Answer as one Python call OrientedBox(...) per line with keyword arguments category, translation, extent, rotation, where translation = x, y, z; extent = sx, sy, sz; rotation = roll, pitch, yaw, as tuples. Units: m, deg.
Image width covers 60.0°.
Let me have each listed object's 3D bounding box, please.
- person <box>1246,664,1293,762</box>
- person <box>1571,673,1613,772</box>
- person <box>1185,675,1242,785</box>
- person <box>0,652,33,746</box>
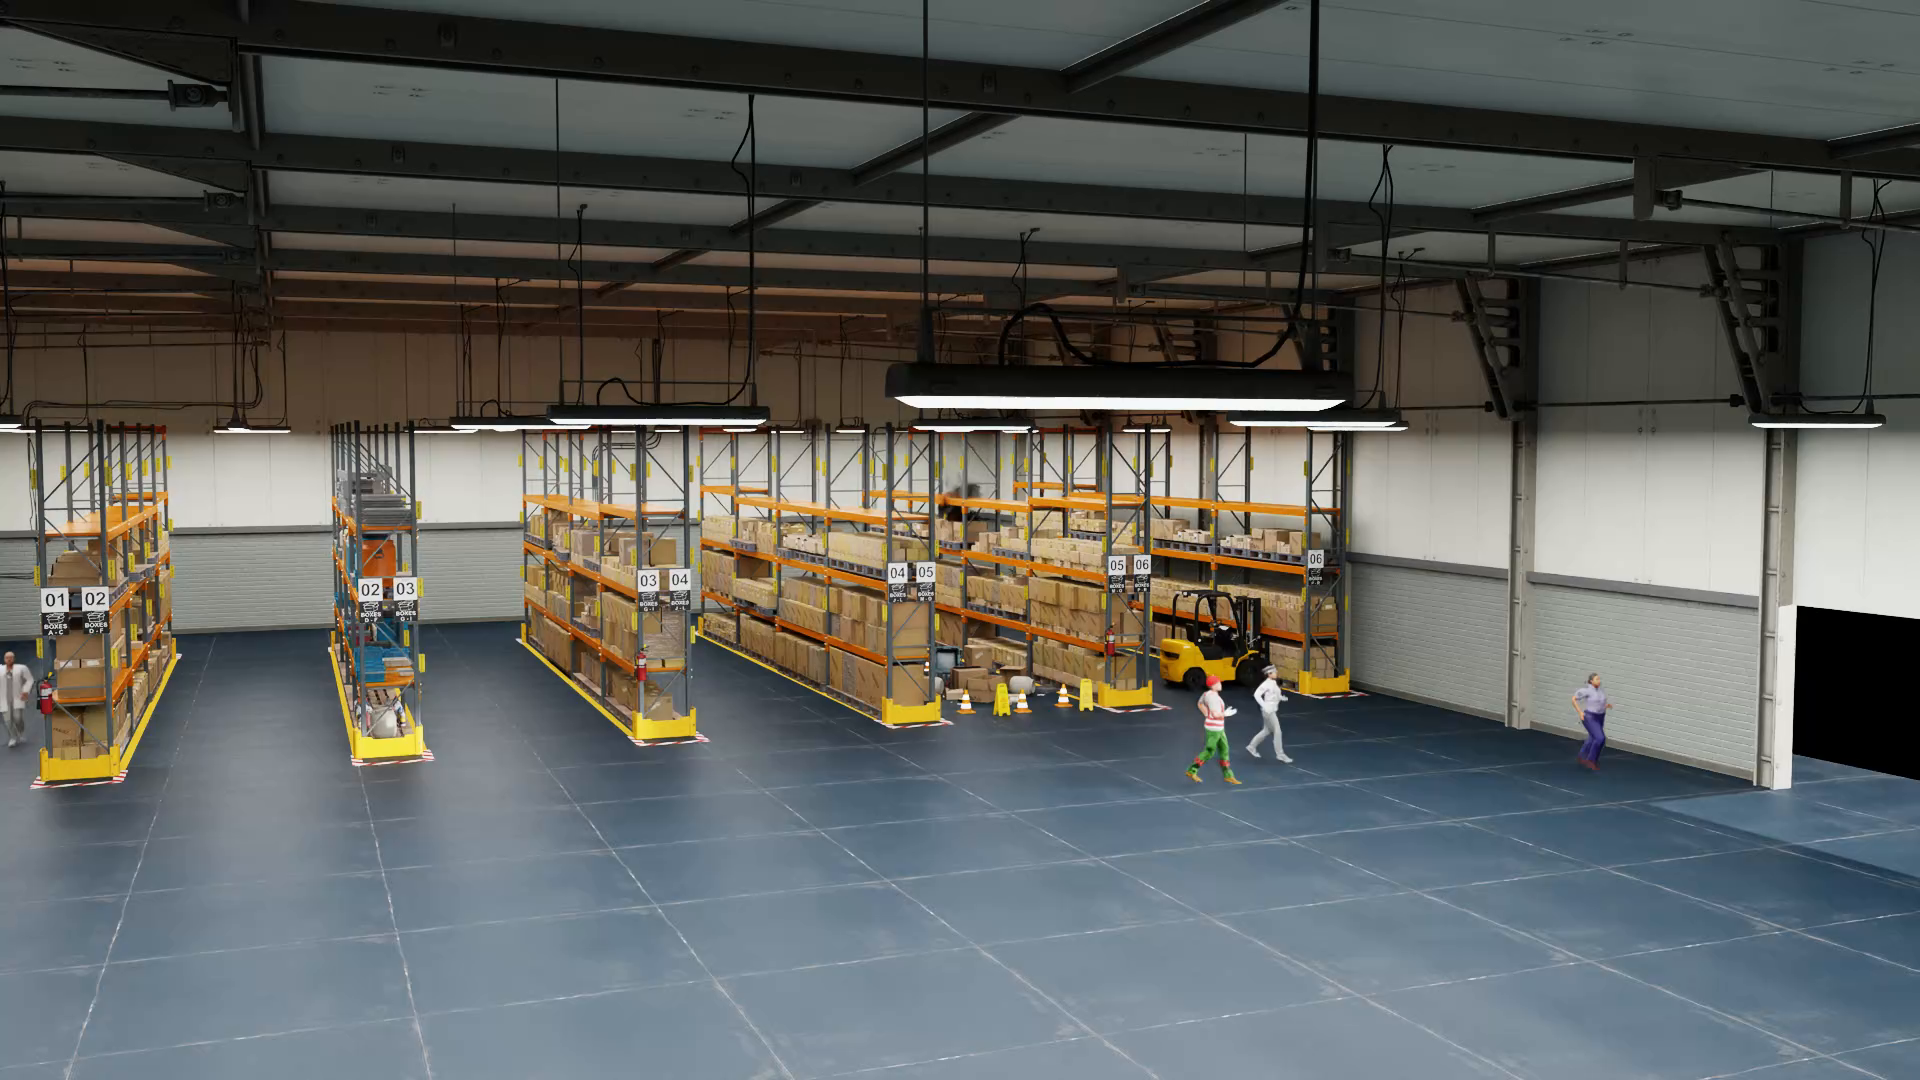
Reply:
OrientedBox(category="person", translation=(5.453, 3.025, 29.207), extent=(0.828, 1.695, 0.614), rotation=(1, 4, 21))
OrientedBox(category="person", translation=(10.878, 3.127, 28.544), extent=(0.576, 1.698, 0.719), rotation=(-3, 4, -36))
OrientedBox(category="person", translation=(4.144, 3.105, 27.138), extent=(0.920, 1.809, 0.648), rotation=(1, 4, 11))
OrientedBox(category="person", translation=(-17.520, 2.976, 30.684), extent=(0.716, 1.657, 0.630), rotation=(-1, 4, -21))
